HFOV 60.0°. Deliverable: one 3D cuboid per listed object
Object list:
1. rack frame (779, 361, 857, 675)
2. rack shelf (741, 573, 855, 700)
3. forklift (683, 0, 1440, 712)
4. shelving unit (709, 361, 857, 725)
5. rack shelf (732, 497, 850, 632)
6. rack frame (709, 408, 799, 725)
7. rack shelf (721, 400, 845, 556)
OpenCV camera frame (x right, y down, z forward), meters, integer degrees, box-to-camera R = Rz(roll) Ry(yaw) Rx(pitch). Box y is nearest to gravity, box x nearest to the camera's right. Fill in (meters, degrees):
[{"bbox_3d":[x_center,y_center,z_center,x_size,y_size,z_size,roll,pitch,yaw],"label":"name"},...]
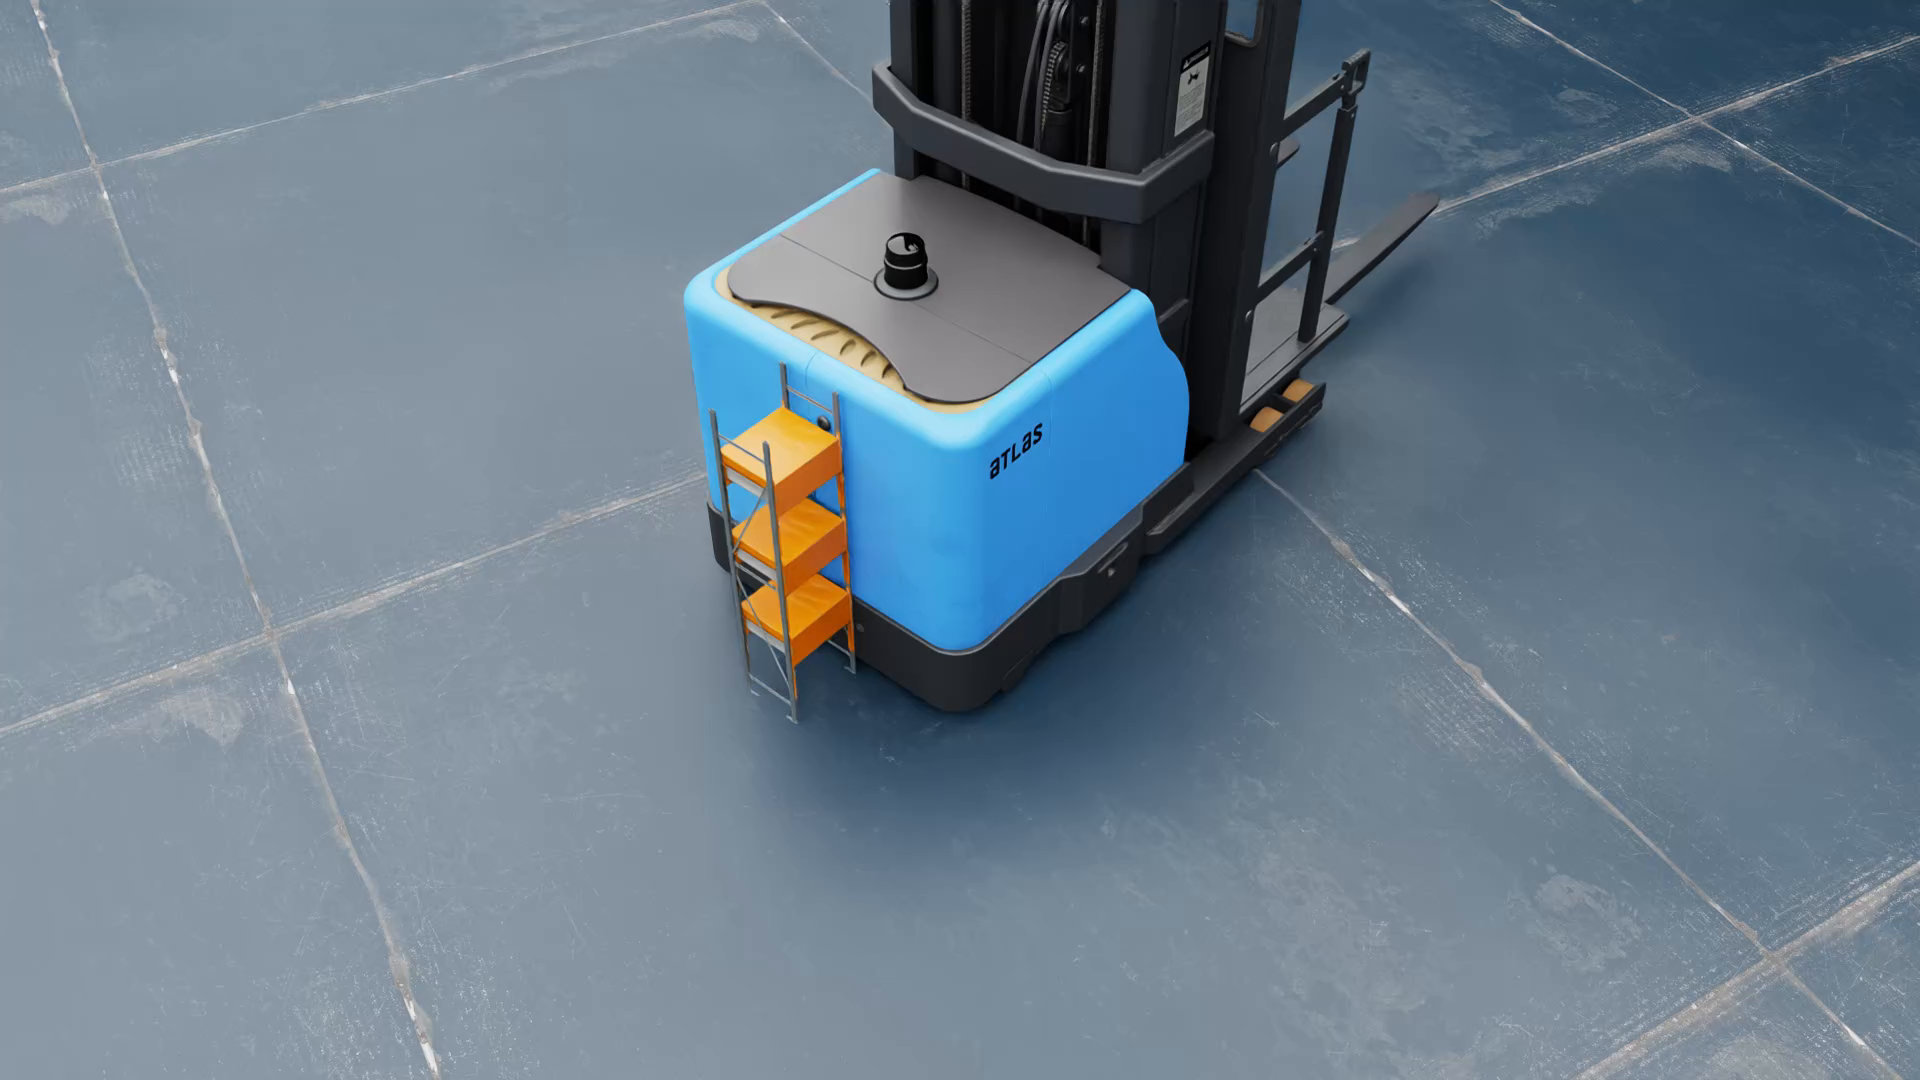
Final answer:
[{"bbox_3d":[-0.379,-0.029,4.527,0.200,1.050,0.008,30,52,28],"label":"rack frame"},{"bbox_3d":[-0.458,0.243,4.660,0.215,0.259,0.240,30,52,28],"label":"rack shelf"},{"bbox_3d":[0.578,-1.530,4.722,1.130,2.935,3.031,30,52,28],"label":"forklift"},{"bbox_3d":[-0.458,0.036,4.460,0.215,1.050,0.252,30,52,28],"label":"shelving unit"},{"bbox_3d":[-0.458,0.043,4.467,0.215,0.259,0.240,30,52,28],"label":"rack shelf"},{"bbox_3d":[-0.536,0.101,4.393,0.200,1.050,0.008,30,52,28],"label":"rack frame"},{"bbox_3d":[-0.458,-0.161,4.269,0.215,0.259,0.240,30,52,28],"label":"rack shelf"}]
